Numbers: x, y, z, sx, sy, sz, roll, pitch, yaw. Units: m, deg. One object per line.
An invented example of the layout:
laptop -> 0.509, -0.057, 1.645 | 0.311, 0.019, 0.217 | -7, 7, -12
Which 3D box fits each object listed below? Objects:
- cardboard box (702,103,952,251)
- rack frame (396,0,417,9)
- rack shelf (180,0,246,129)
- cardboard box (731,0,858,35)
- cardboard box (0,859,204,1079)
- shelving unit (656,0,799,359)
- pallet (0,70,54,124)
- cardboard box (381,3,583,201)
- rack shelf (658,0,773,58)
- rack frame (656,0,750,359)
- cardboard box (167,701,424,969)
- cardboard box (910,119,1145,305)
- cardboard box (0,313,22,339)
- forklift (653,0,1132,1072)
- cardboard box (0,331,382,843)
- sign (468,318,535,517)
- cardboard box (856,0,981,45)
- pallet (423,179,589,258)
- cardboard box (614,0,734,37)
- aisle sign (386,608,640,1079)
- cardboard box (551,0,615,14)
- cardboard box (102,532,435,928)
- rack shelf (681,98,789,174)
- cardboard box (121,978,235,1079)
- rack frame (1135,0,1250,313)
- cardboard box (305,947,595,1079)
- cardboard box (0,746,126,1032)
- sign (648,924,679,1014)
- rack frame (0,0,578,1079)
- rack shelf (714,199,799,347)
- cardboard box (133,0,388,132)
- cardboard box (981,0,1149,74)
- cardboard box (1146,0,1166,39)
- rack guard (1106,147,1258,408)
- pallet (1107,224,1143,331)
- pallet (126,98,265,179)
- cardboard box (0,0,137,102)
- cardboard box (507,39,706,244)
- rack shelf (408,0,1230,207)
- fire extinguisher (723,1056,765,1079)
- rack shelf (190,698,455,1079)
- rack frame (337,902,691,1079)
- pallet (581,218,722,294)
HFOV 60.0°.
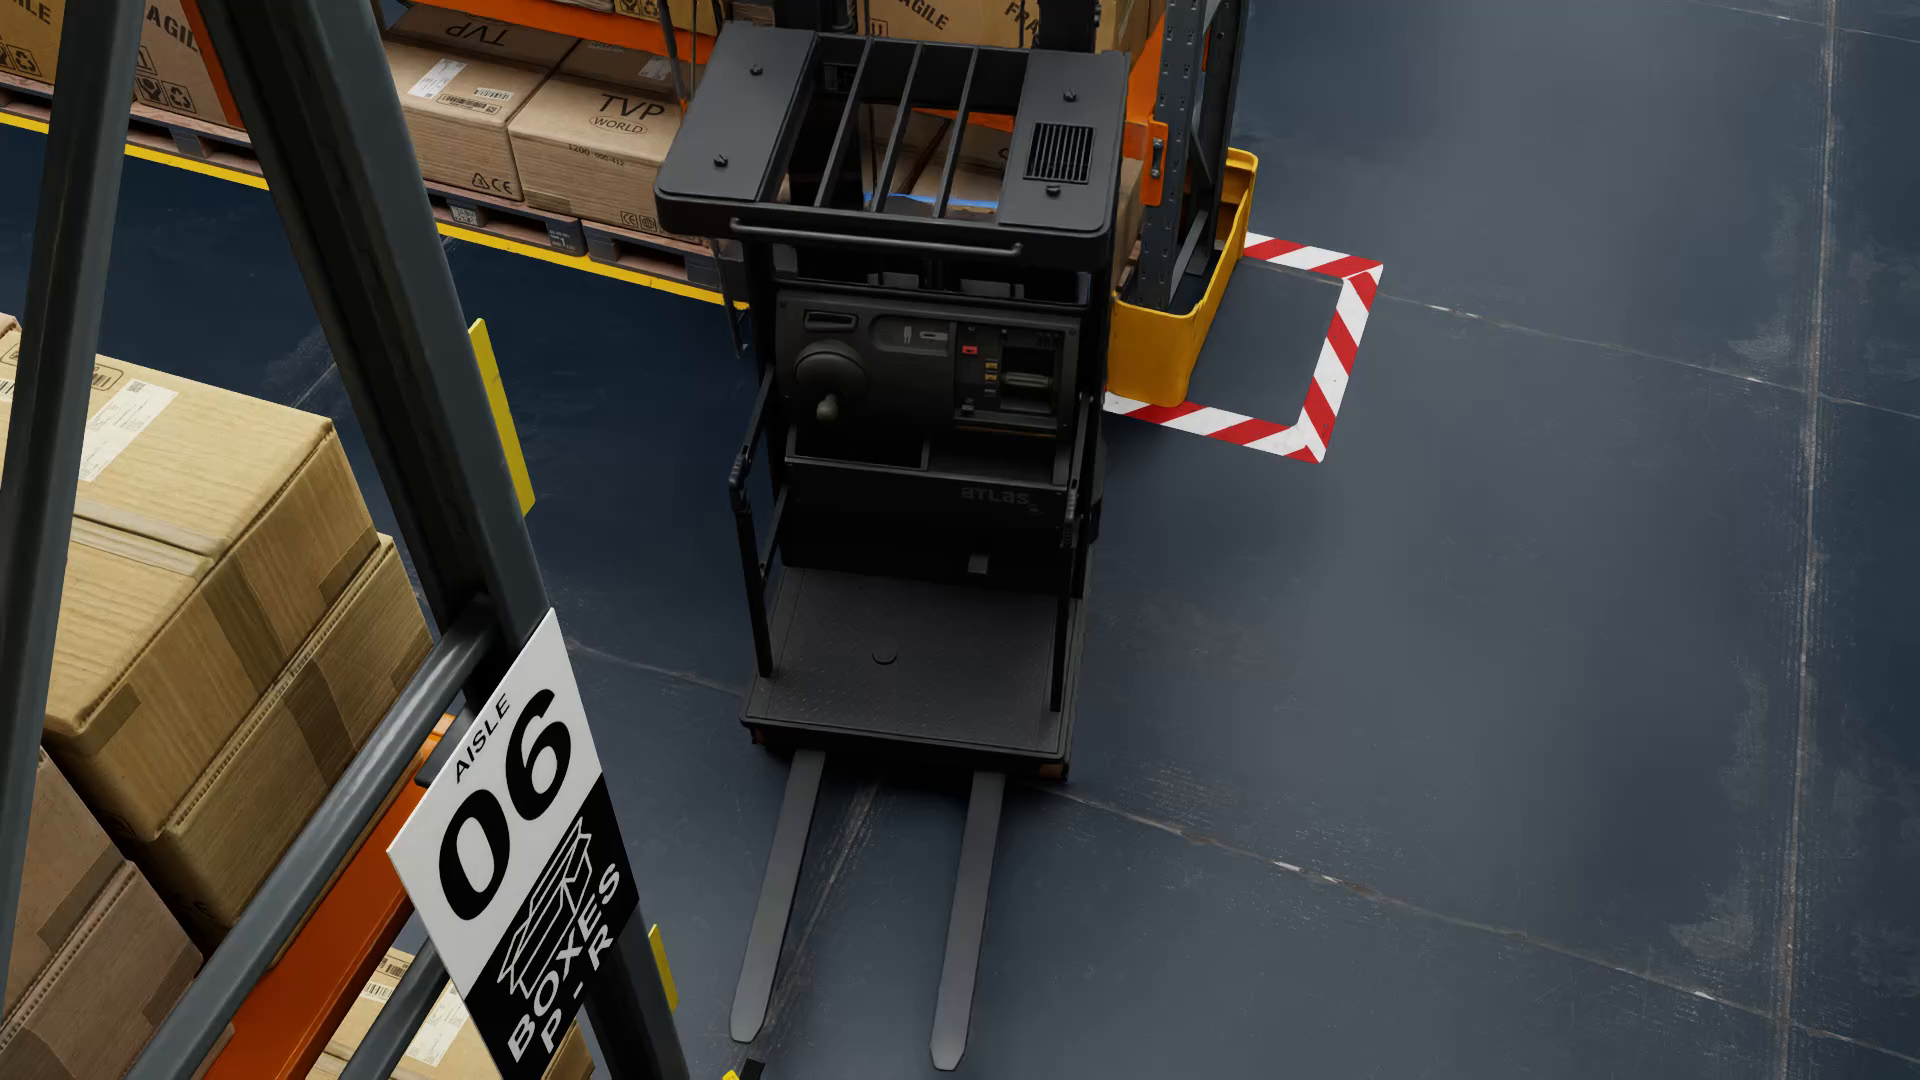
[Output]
cardboard box -> -0.574, -1.624, 7.356 | 0.875, 0.438, 0.875 | 17, 51, 14
rack frame -> -2.811, -3.038, 7.164 | 0.127, 3.000, 1.000 | 16, 51, 13
rack shelf -> -2.652, -0.722, 1.665 | 4.000, 0.370, 1.077 | 16, 51, 13
cardboard box -> -0.555, -2.231, 6.399 | 0.500, 0.500, 0.500 | 17, 51, 14
cardboard box -> -1.287, 0.575, 1.950 | 0.500, 0.250, 0.500 | 15, 51, 12
shelving unit -> -0.713, -1.546, 6.325 | 0.503, 2.100, 0.431 | 13, 52, 15
pallet -> -4.710, -2.591, 8.622 | 1.213, 0.211, 1.003 | 16, 51, 13
cardboard box -> -2.260, -2.095, 7.765 | 0.875, 0.438, 0.875 | 15, 51, 13
rack shelf -> -0.757, -1.993, 5.805 | 0.480, 0.518, 0.431 | 13, 52, 15
rack frame -> -0.943, -1.598, 6.388 | 0.015, 2.100, 0.400 | 13, 52, 15
cardboard box -> -0.994, 0.381, 2.382 | 0.250, 0.149, 0.380 | 17, 51, 14
cardboard box -> 0.287, -1.390, 7.154 | 0.875, 0.438, 0.875 | 14, 51, 12
cardboard box -> -1.576, -0.106, 2.209 | 0.500, 0.250, 0.500 | 15, 51, 13
forklift -> -0.132, -0.424, 4.944 | 1.130, 2.935, 3.031 | 6, 49, 5
cardboard box -> -1.105, 0.041, 2.082 | 0.500, 0.250, 0.500 | 15, 51, 13
sign -> -0.588, -0.124, 2.075 | 0.005, 0.325, 0.100 | 16, 51, 13
cardboard box -> -0.069, -2.104, 6.288 | 0.500, 0.500, 0.500 | 15, 51, 12
pallet -> -2.125, -1.870, 7.997 | 1.213, 0.211, 1.003 | 16, 51, 13
cardboard box -> -1.044, -2.357, 6.508 | 0.500, 0.500, 0.500 | 17, 51, 14
aisle sign -> -0.610, 0.488, 2.388 | 0.004, 0.787, 0.394 | 16, 51, 13
cardboard box -> -1.527, -2.492, 6.625 | 0.500, 0.500, 0.500 | 16, 51, 13
cardboard box -> -1.097, 0.189, 2.285 | 0.500, 0.250, 0.500 | 15, 51, 13
rack shelf -> -0.712, -1.537, 6.335 | 0.480, 0.518, 0.431 | 13, 52, 15
cardboard box -> -1.156, 0.709, 2.097 | 0.250, 0.149, 0.380 | 17, 51, 14
rack frame -> 0.941, -1.990, 6.256 | 0.127, 3.000, 1.000 | 16, 51, 13
cardboard box -> -1.108, 1.171, 3.418 | 0.500, 0.250, 0.500 | 16, 51, 13
cardboard box -> -1.289, 0.416, 1.757 | 0.500, 0.250, 0.500 | 14, 51, 12
sign -> -0.588, 0.861, 3.212 | 0.005, 0.325, 0.100 | 16, 51, 13
rack frame -> -0.776, -0.435, 0.938 | 0.127, 3.000, 1.000 | 16, 51, 13
rack shelf -> -0.667, -1.082, 6.865 | 0.480, 0.518, 0.431 | 13, 52, 15
cardboard box -> -3.421, -2.585, 7.899 | 0.875, 0.875, 0.875 | 17, 51, 14
cardboard box -> 0.397, -1.962, 6.165 | 0.500, 0.500, 0.500 | 16, 51, 13
cardboard box -> 0.590, -2.352, 6.503 | 0.500, 0.500, 0.500 | 15, 51, 13
rack guard -> 0.963, -1.165, 7.195 | 0.348, 0.500, 1.175 | 16, 51, 13
pallet -> 0.164, -1.231, 7.443 | 1.213, 0.211, 1.003 | 16, 51, 13
pallet -> -3.561, -2.273, 8.346 | 1.213, 0.211, 1.003 | 16, 51, 13
cardboard box -> -4.271, -2.816, 8.100 | 0.875, 0.875, 0.875 | 17, 51, 14
cardboard box -> -1.420, -1.861, 7.562 | 0.875, 0.438, 0.875 | 14, 51, 12
rack shelf -> -0.935, -2.278, 6.982 | 4.000, 0.370, 1.077 | 16, 51, 13
fire extinguisher -> -0.478, 1.388, 3.626 | 0.183, 0.674, 0.296 | 16, 51, 13
rack shelf -> -2.652, 0.259, 2.798 | 4.000, 0.370, 1.077 | 16, 51, 13
rack frame -> -0.776, 1.529, 3.205 | 0.127, 3.000, 1.000 | 16, 51, 13
pallet -> -0.977, -1.551, 7.721 | 1.213, 0.211, 1.003 | 16, 51, 13
